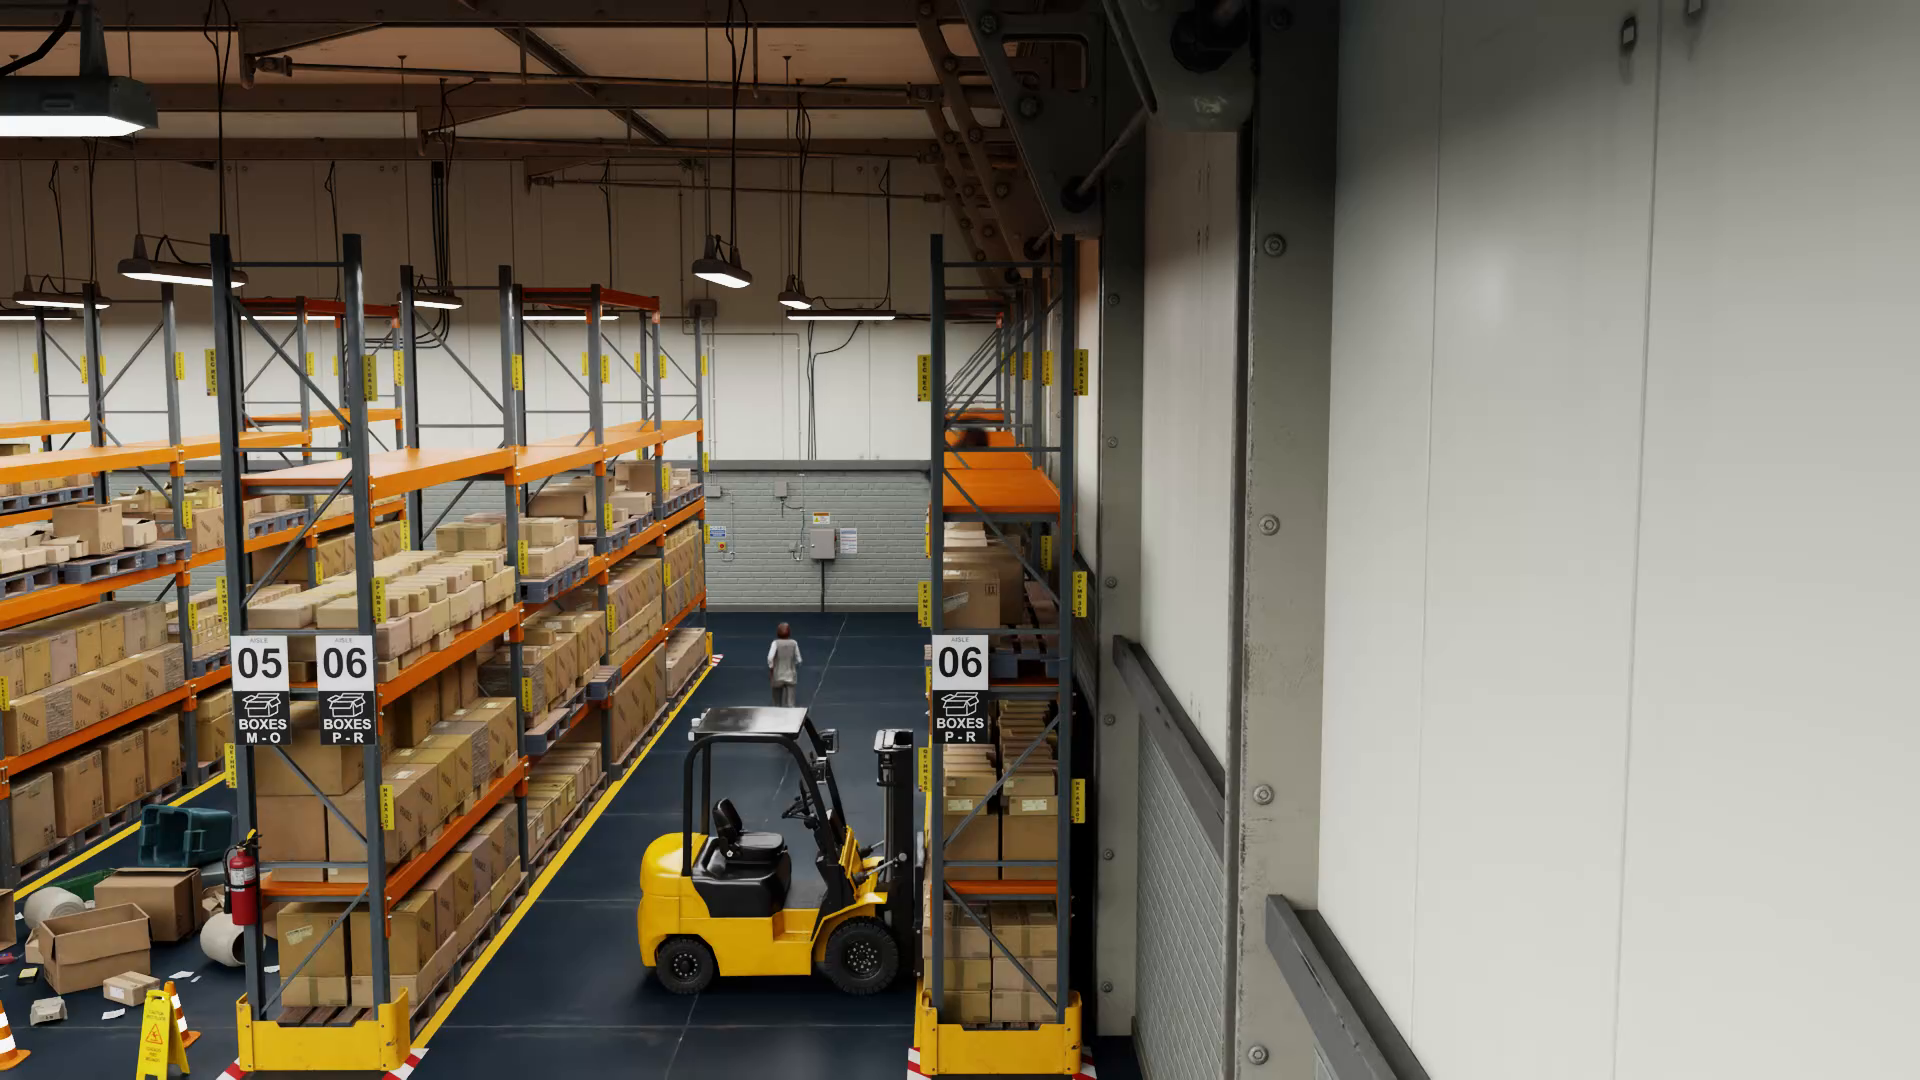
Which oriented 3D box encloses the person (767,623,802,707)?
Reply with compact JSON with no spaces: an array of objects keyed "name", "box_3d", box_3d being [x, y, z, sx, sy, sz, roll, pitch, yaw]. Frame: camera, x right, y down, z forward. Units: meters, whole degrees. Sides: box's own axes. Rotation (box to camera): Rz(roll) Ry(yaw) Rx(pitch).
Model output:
[{"name":"person","box_3d":[-2.337,1.929,22.197,0.495,1.589,0.823,-1,6,-12]}]
